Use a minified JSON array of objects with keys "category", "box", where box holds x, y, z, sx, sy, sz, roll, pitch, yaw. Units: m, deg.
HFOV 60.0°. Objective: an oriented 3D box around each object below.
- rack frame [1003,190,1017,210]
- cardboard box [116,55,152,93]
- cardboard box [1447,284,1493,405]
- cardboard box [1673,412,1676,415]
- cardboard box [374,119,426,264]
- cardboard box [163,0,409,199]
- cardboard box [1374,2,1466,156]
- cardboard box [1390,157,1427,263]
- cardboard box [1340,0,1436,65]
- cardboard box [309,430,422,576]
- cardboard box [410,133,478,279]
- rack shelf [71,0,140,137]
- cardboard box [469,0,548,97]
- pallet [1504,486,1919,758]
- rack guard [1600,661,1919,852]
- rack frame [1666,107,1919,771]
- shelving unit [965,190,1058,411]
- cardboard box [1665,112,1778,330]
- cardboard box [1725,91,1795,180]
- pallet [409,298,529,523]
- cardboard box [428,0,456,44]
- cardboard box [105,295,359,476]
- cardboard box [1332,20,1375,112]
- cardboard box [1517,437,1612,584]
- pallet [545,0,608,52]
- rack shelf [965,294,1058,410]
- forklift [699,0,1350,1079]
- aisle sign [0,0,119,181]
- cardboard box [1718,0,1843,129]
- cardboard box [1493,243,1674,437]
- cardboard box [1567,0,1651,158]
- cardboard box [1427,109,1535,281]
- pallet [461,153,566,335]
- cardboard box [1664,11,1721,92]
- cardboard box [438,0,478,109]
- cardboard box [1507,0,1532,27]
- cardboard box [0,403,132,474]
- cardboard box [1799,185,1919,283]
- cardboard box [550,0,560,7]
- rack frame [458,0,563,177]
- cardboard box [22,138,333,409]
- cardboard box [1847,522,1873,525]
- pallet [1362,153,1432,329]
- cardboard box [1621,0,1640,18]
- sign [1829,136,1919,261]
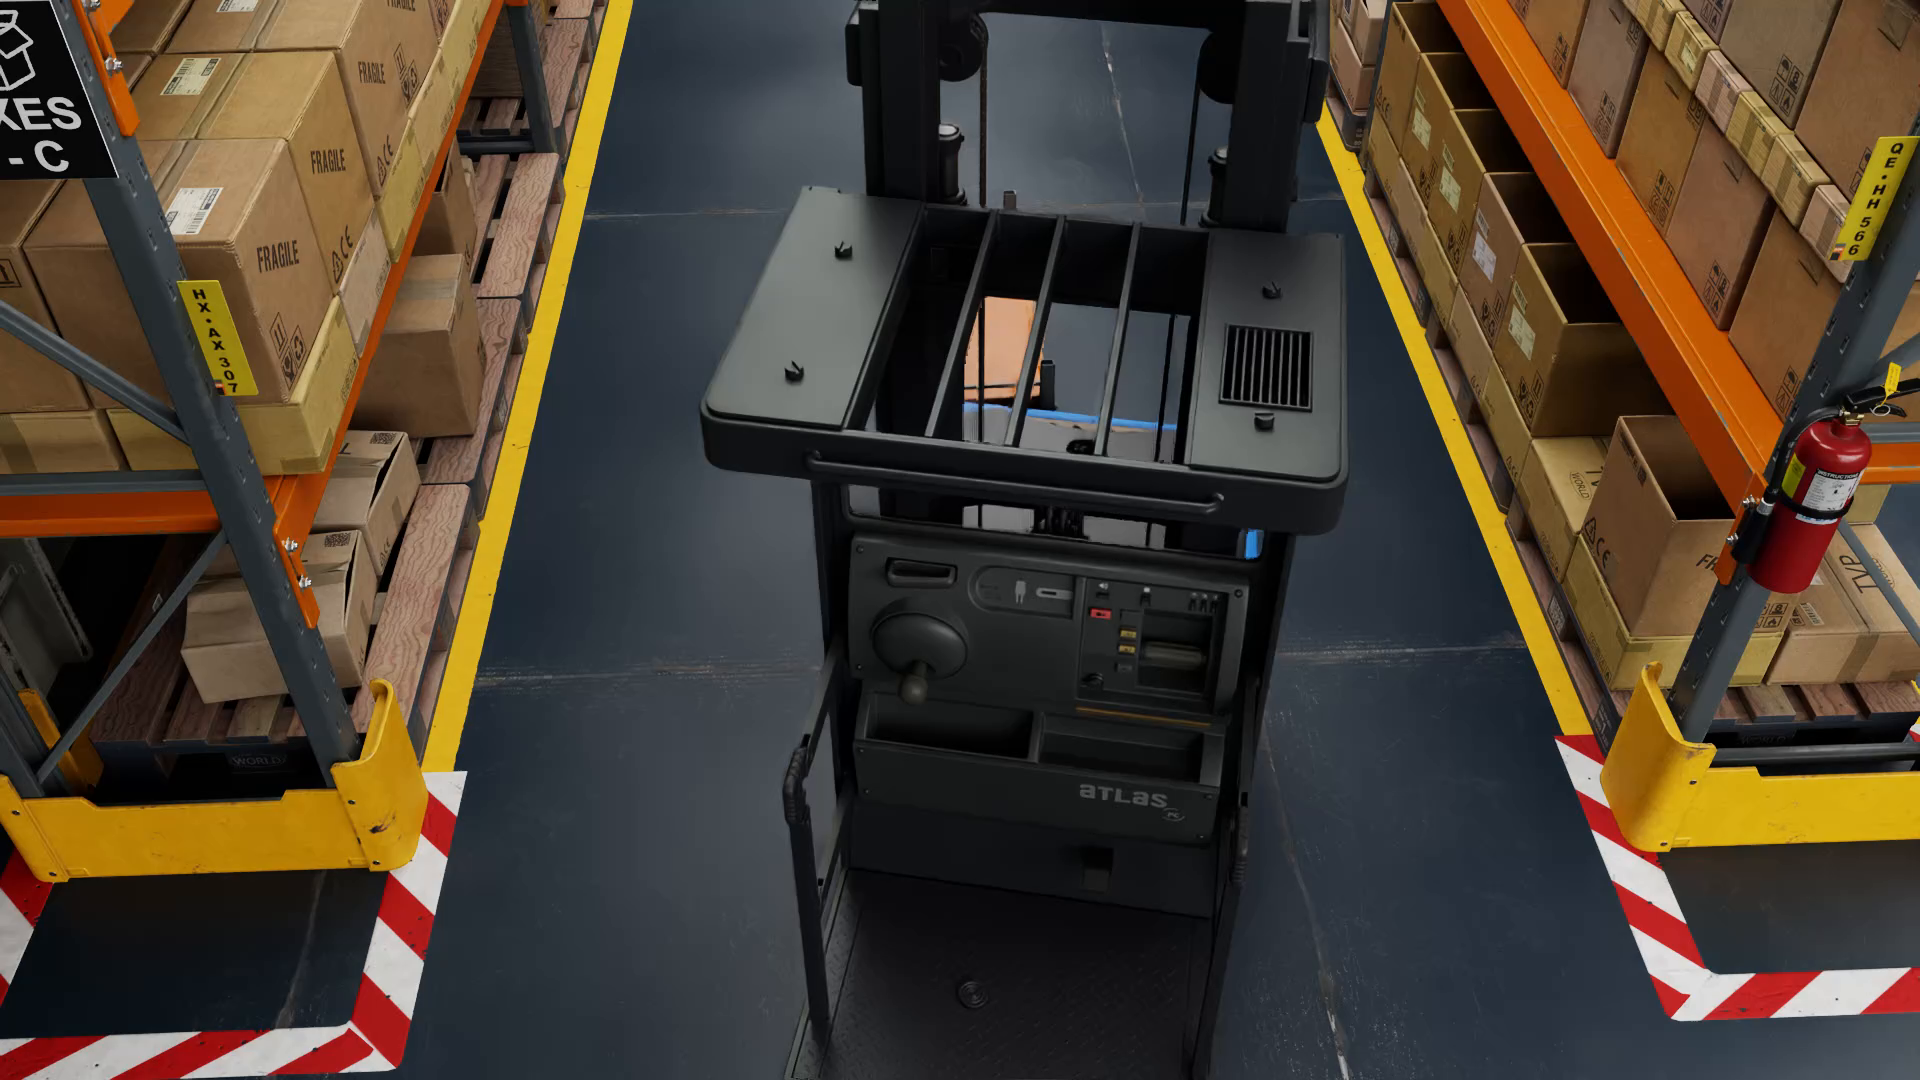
[{"category":"rack frame","box":[-0.048,-0.813,6.304,0.500,1.125,0.032,-4,43,-4]},{"category":"cardboard box","box":[-2.529,-1.016,4.680,0.500,0.500,0.500,-1,43,-1]},{"category":"cardboard box","box":[2.270,-0.787,6.613,0.500,0.250,0.500,-2,43,-2]},{"category":"cardboard box","box":[2.806,-0.741,6.007,0.500,0.500,0.500,-2,43,-2]},{"category":"cardboard box","box":[-2.040,-1.120,5.348,0.500,0.250,0.500,-2,43,-2]},{"category":"cardboard box","box":[-2.032,-1.378,5.074,0.500,0.500,0.500,-3,43,-3]},{"category":"cardboard box","box":[2.201,-2.076,7.464,0.500,0.500,0.500,-2,43,-2]},{"category":"cardboard box","box":[2.227,-1.462,7.349,0.500,0.250,0.500,-2,43,-2]},{"category":"cardboard box","box":[2.191,-2.594,8.169,0.500,0.311,0.500,-2,43,-2]},{"category":"cardboard box","box":[-2.249,-0.161,5.870,0.500,0.311,0.500,2,43,2]},{"category":"cardboard box","box":[-2.371,-1.377,7.057,0.500,0.500,0.500,-5,43,-5]},{"category":"rack shelf","box":[-2.370,-2.326,4.880,1.077,0.370,4.000,-2,43,-2]},{"category":"cardboard box","box":[-2.503,-2.573,8.361,0.700,0.500,0.500,0,43,0]},{"category":"pallet","box":[2.590,0.233,5.840,1.003,0.211,1.213,-2,43,-2]},{"category":"rack guard","box":[2.665,0.658,5.163,1.175,0.500,0.348,-2,43,-2]},{"category":"rack frame","box":[2.664,-0.280,4.336,1.000,3.000,0.127,-2,43,-2]},{"category":"shelving unit","box":[0.000,-0.471,5.931,0.538,1.125,1.048,-4,43,-4]},{"category":"cardboard box","box":[2.630,-0.987,5.033,0.700,0.500,0.500,-1,43,-1]},{"category":"cardboard box","box":[2.434,-1.158,4.739,0.380,0.149,0.250,-2,43,-2]},{"category":"pallet","box":[-2.336,-0.530,6.672,1.003,0.211,1.213,-2,43,-2]},{"category":"cardboard box","box":[-2.088,-2.077,5.837,0.500,0.500,0.500,-3,43,-3]},{"category":"cardboard box","box":[-1.988,-0.426,4.591,0.500,0.250,0.500,-3,43,-3]},{"category":"cardboard box","box":[2.187,-2.393,8.365,0.500,0.250,0.500,-2,43,-2]},{"category":"cardboard box","box":[2.313,-0.112,5.876,0.500,0.250,0.500,-2,43,-2]},{"category":"pallet","box":[-2.544,-3.159,9.540,1.003,0.211,1.213,-2,43,-2]},{"category":"rack shelf","box":[0.000,-0.687,5.734,0.538,0.278,1.000,-4,43,-4]},{"category":"forklift","box":[0.163,0.308,3.745,1.130,2.935,3.031,7,43,7]},{"category":"aisle sign","box":[-1.982,-1.054,3.256,0.394,0.787,0.004,-2,43,-2]},{"category":"cardboard box","box":[2.627,-1.501,4.634,0.700,0.500,0.500,-3,43,-3]},{"category":"cardboard box","box":[2.287,-0.726,5.991,0.500,0.500,0.500,-2,43,-2]},{"category":"cardboard box","box":[2.589,-1.677,5.786,0.700,0.500,0.500,0,43,-1]},{"category":"cardboard box","box":[2.244,-1.401,6.728,0.500,0.500,0.500,-2,43,-2]},{"category":"pallet","box":[-2.391,-1.355,7.573,1.003,0.211,1.213,-2,43,-2]},{"category":"cardboard box","box":[2.414,-1.505,5.118,0.380,0.149,0.250,0,43,0]},{"category":"cardboard box","box":[-2.082,-1.801,6.091,0.500,0.250,0.500,-2,43,-2]},{"category":"cardboard box","box":[2.548,-2.362,6.533,0.700,0.500,0.500,-2,43,-2]},{"category":"cardboard box","box":[-2.498,-0.397,4.560,0.500,0.250,0.500,-1,43,-1]},{"category":"cardboard box","box":[2.458,-0.809,4.358,0.380,0.149,0.250,-2,43,-3]},{"category":"cardboard box","box":[-2.556,-3.266,9.117,0.700,0.500,0.500,-1,43,-1]},{"category":"rack frame","box":[-2.455,-2.836,7.124,1.000,3.000,0.127,-2,43,-2]},{"category":"cardboard box","box":[-2.005,-0.695,4.329,0.500,0.500,0.500,-2,43,-2]},{"category":"cardboard box","box":[2.839,-0.127,5.893,0.500,0.250,0.500,-2,43,-2]},{"category":"pallet","box":[2.486,-1.414,7.637,1.003,0.211,1.213,-2,43,-2]},{"category":"cardboard box","box":[2.390,-1.856,5.500,0.380,0.149,0.250,-2,43,-2]},{"category":"sign","box":[2.121,-0.788,3.858,0.100,0.325,0.005,-2,43,-2]}]
